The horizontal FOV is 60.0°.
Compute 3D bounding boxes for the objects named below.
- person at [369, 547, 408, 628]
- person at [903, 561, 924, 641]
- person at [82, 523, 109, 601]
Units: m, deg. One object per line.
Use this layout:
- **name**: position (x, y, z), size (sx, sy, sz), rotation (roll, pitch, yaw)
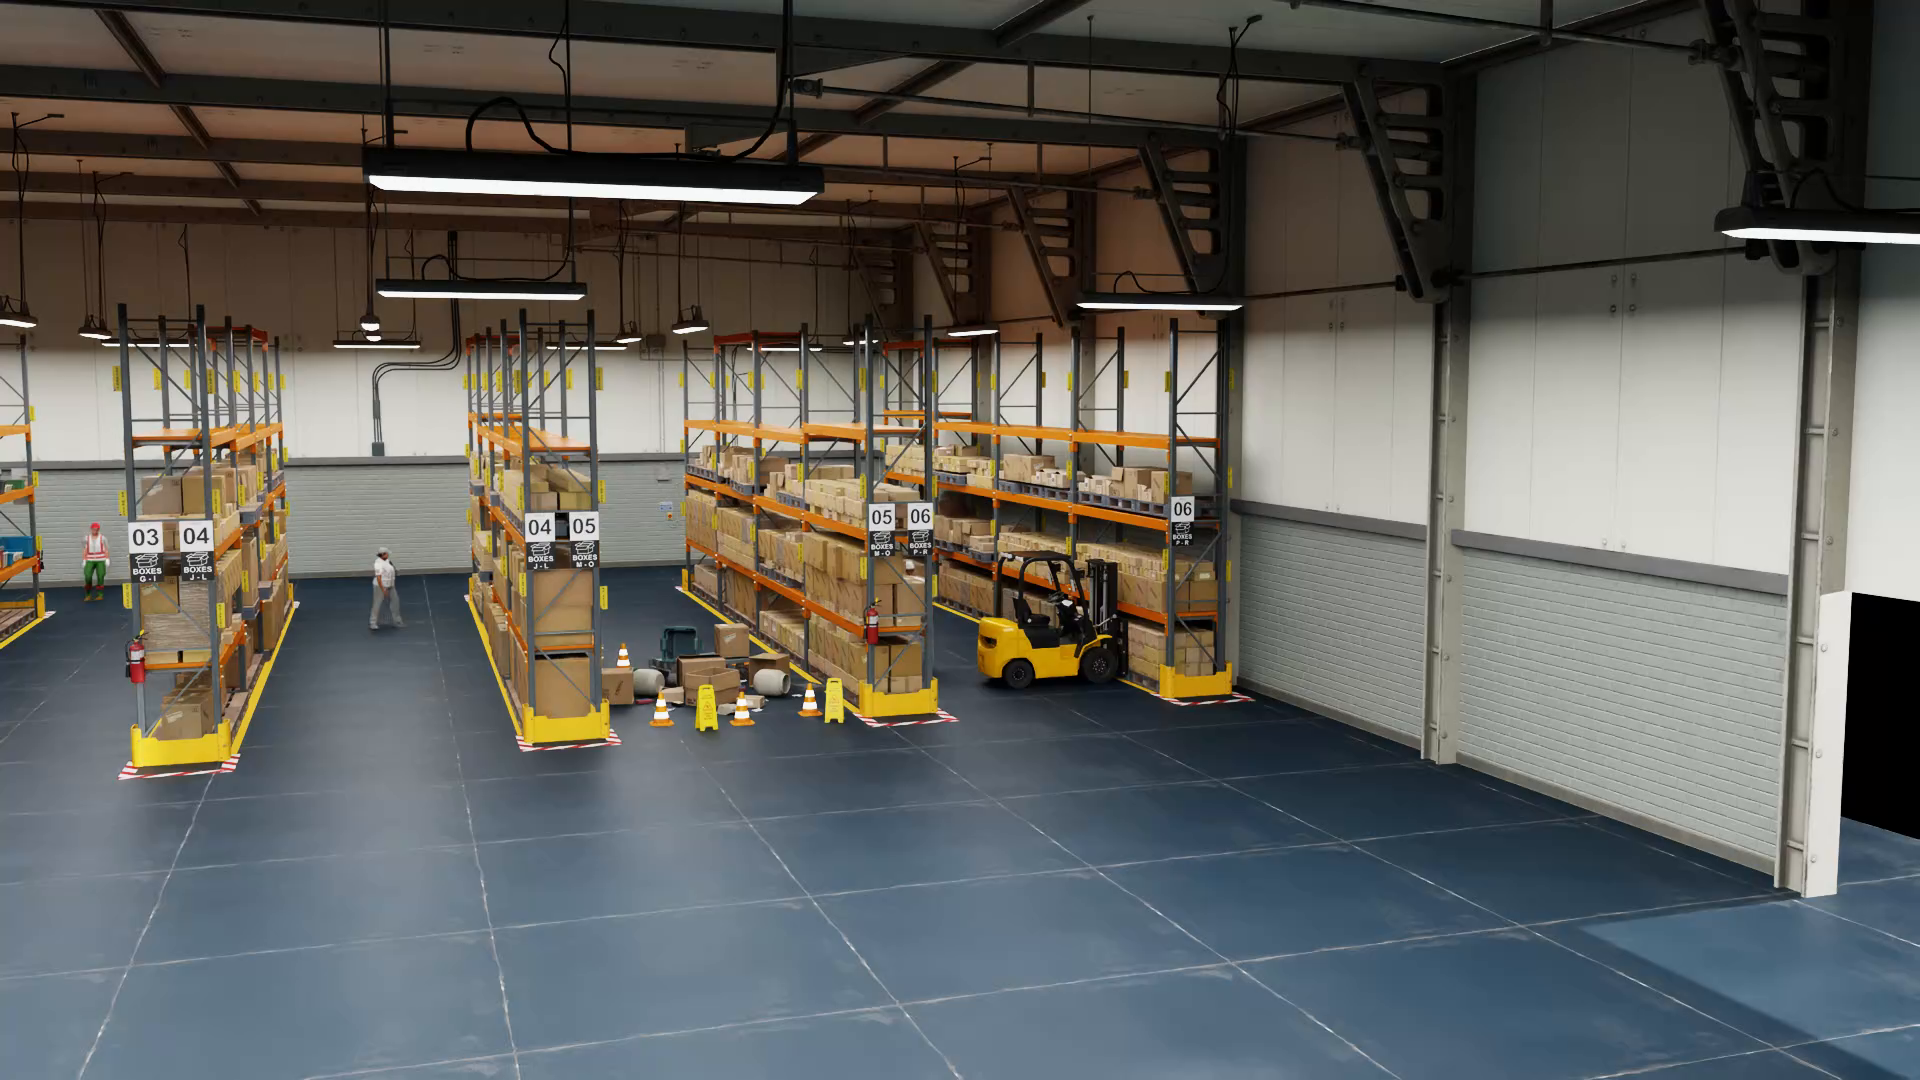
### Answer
- **person**: position (-11.702, 0.977, 33.909), size (0.579, 1.687, 0.661), rotation (2, 6, 18)
- **person**: position (-0.938, 1.270, 30.092), size (0.559, 1.796, 0.693), rotation (-2, 6, -22)
- **person**: position (-19.851, 0.522, 38.172), size (0.579, 1.835, 0.425), rotation (-2, 6, -24)
